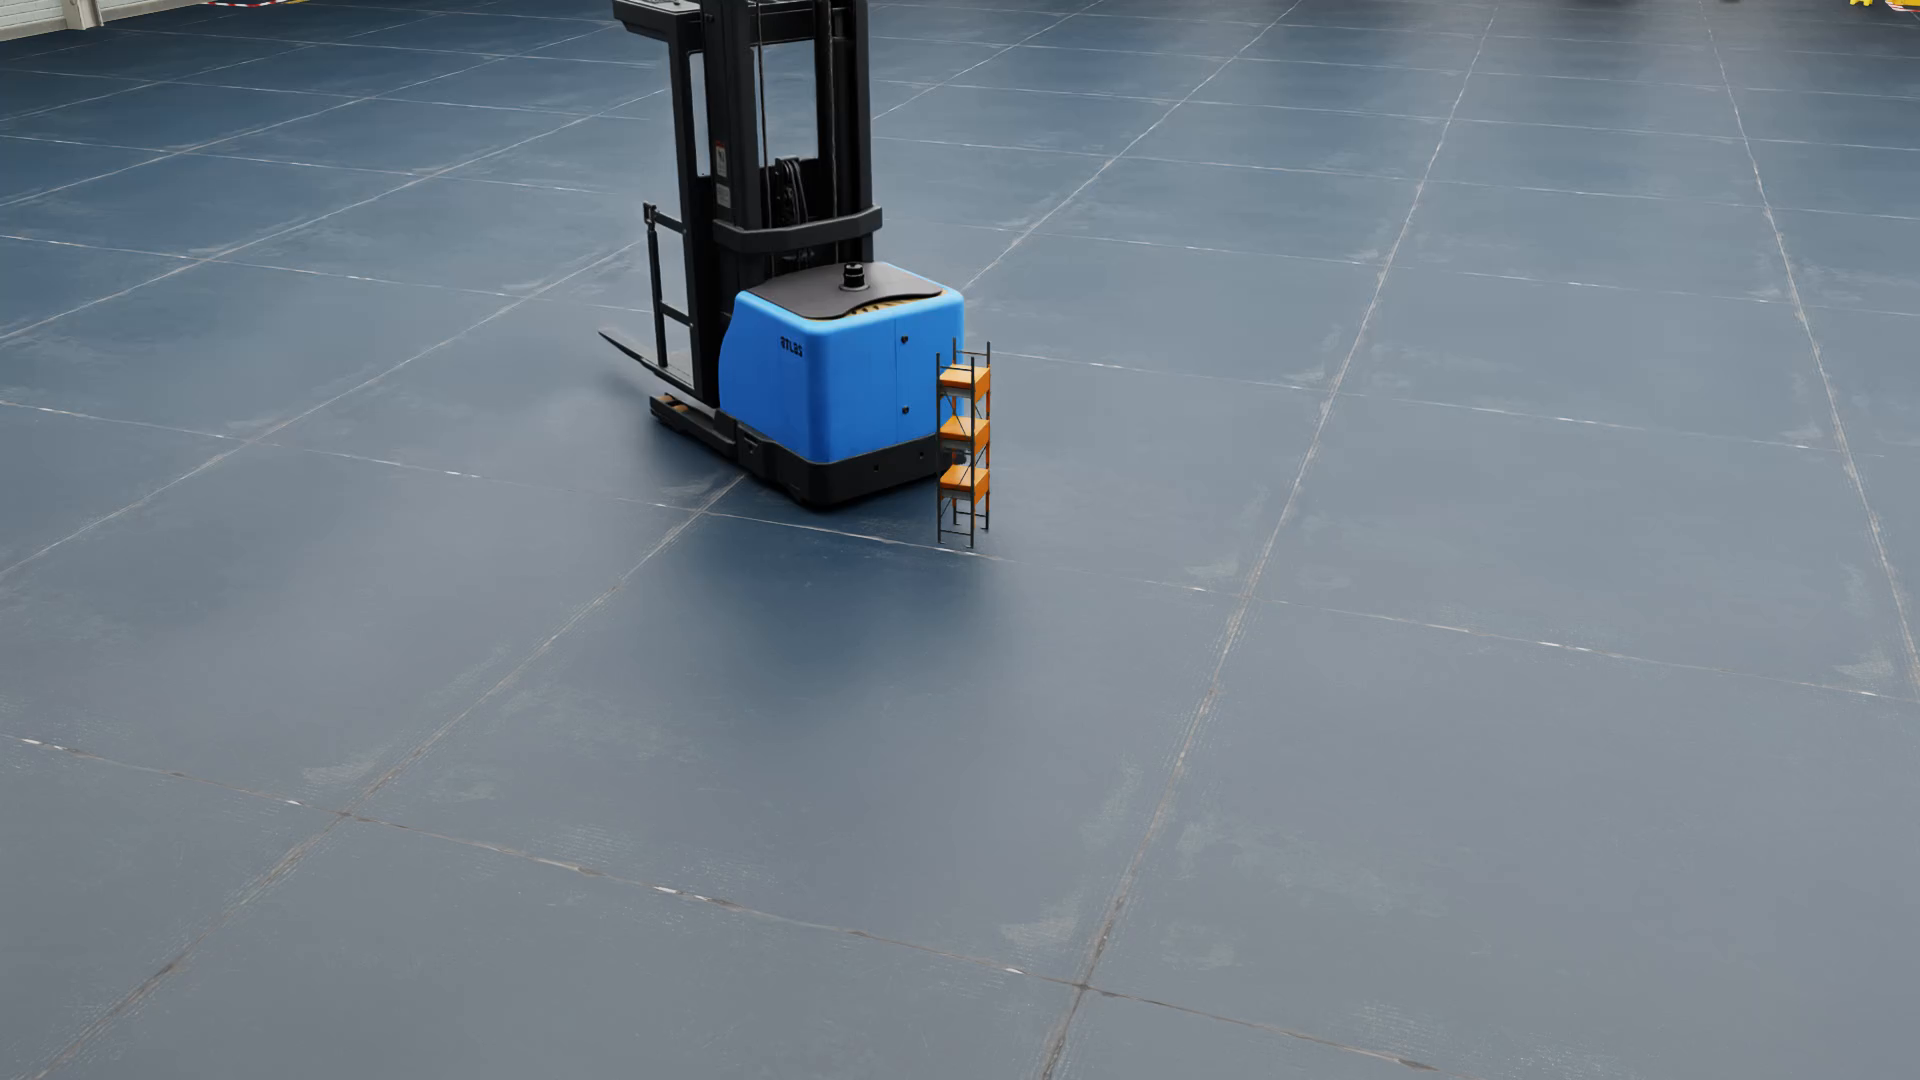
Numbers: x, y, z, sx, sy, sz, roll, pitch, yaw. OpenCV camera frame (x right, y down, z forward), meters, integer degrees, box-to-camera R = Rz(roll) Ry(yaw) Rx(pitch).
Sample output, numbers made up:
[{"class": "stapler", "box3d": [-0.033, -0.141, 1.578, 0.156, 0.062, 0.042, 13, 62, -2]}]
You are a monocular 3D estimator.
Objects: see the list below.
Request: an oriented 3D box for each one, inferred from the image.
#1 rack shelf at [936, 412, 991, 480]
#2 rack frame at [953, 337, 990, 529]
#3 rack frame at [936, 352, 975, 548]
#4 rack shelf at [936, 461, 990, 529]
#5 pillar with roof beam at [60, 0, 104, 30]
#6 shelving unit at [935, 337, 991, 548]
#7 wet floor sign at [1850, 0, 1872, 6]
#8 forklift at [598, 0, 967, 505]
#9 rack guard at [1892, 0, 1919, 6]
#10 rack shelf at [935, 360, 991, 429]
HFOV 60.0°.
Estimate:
[{"class": "rack shelf", "box3d": [0.018, -0.485, 8.571, 0.215, 0.259, 0.240, 9, 27, 17]}, {"class": "rack frame", "box3d": [0.058, -0.545, 8.670, 0.200, 1.050, 0.008, 9, 27, 17]}, {"class": "rack frame", "box3d": [-0.023, -0.444, 8.463, 0.200, 1.050, 0.008, 9, 27, 17]}, {"class": "rack shelf", "box3d": [0.018, -0.235, 8.692, 0.215, 0.259, 0.240, 9, 27, 17]}, {"class": "pillar with roof beam", "box3d": [-8.619, -10.860, 20.853, 9.100, 9.000, 0.400, 9, 27, 17]}, {"class": "shelving unit", "box3d": [0.018, -0.495, 8.567, 0.215, 1.050, 0.252, 9, 27, 17]}, {"class": "wet floor sign", "box3d": [14.184, -8.727, 26.035, 0.267, 0.644, 0.232, 20, 32, 35]}, {"class": "forklift", "box3d": [-1.250, -2.089, 9.701, 1.130, 2.935, 3.031, -18, 31, -33]}, {"class": "rack guard", "box3d": [15.281, -8.616, 25.972, 1.175, 0.500, 0.348, 9, 27, 17]}, {"class": "rack shelf", "box3d": [0.018, -0.740, 8.448, 0.215, 0.259, 0.240, 9, 27, 17]}]
